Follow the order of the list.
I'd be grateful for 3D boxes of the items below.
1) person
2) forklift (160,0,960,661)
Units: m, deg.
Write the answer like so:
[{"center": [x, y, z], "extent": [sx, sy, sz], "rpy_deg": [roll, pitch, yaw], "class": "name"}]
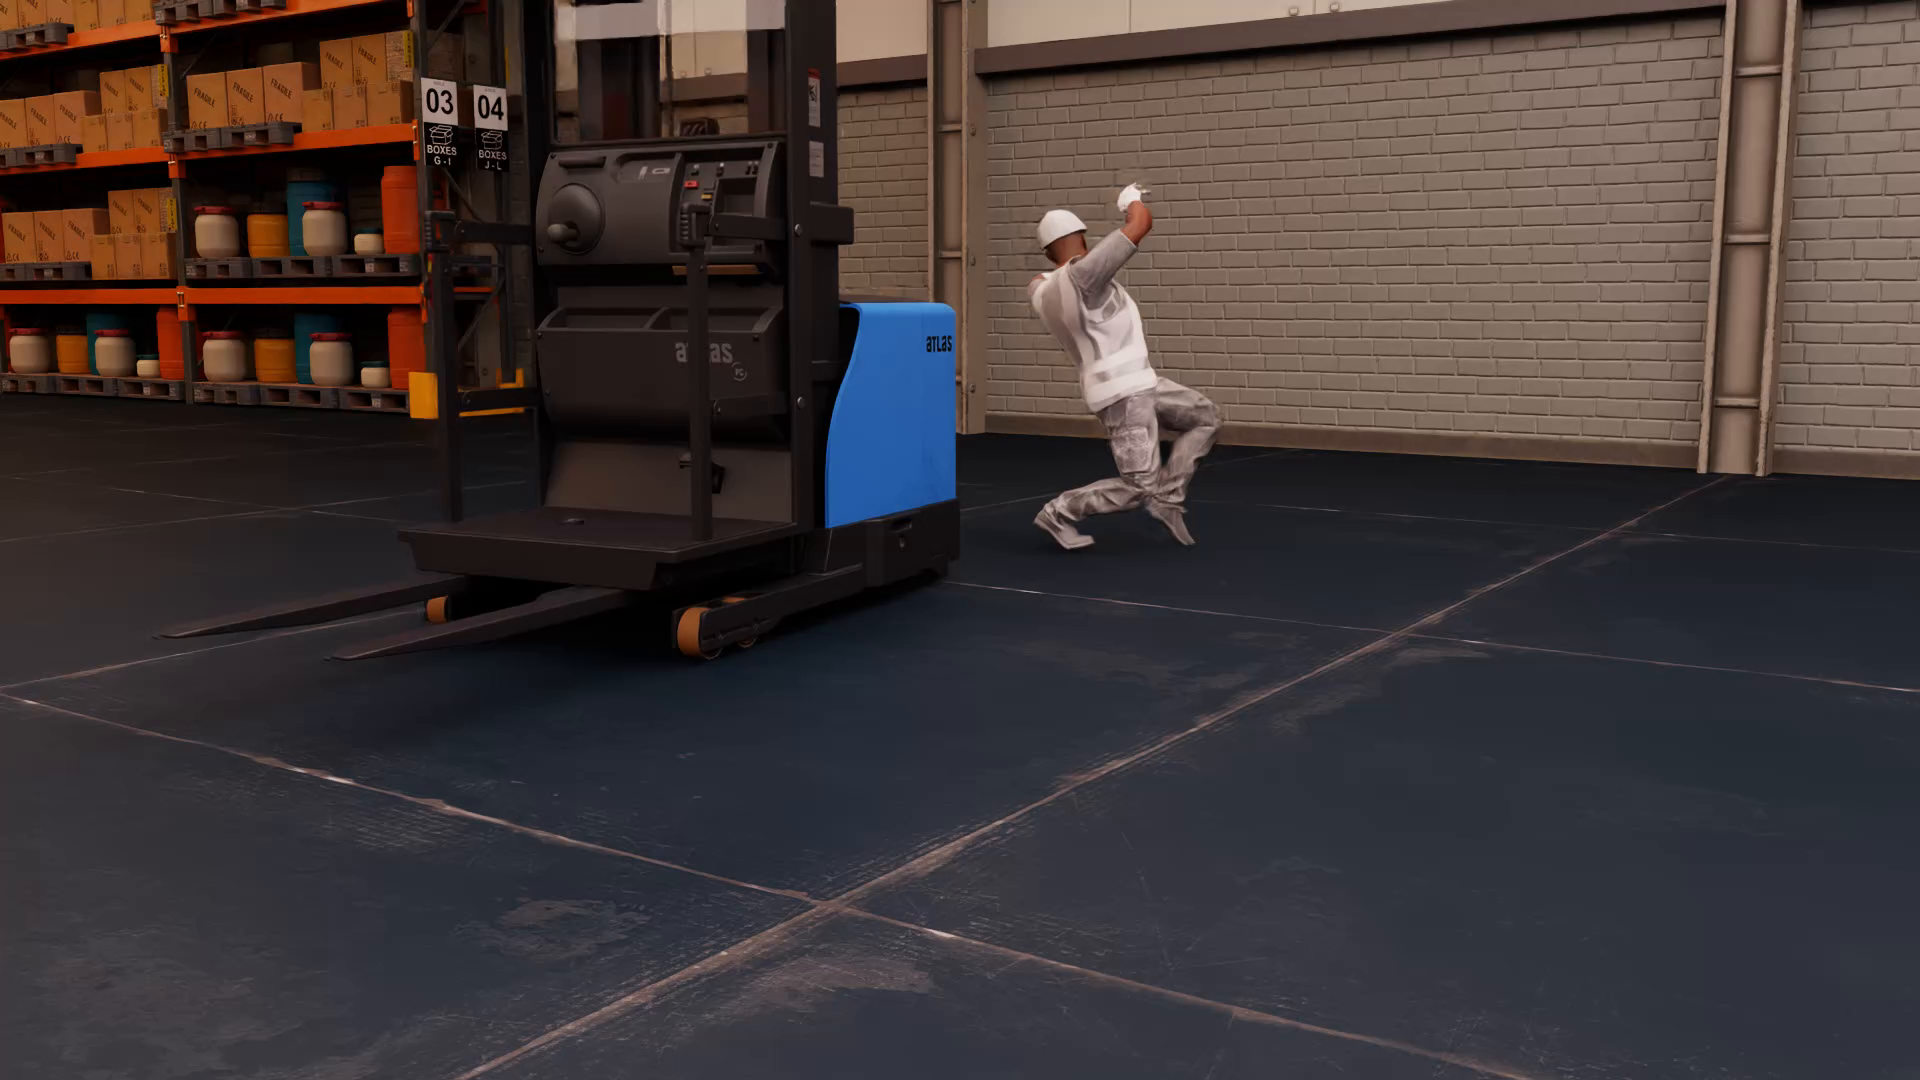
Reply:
[{"center": [0.734, -0.769, 7.494], "extent": [0.866, 1.611, 1.130], "rpy_deg": [0, 8, 2], "class": "person"}, {"center": [-1.105, -1.156, 5.325], "extent": [1.130, 2.935, 3.031], "rpy_deg": [4, 9, 26], "class": "forklift"}]
